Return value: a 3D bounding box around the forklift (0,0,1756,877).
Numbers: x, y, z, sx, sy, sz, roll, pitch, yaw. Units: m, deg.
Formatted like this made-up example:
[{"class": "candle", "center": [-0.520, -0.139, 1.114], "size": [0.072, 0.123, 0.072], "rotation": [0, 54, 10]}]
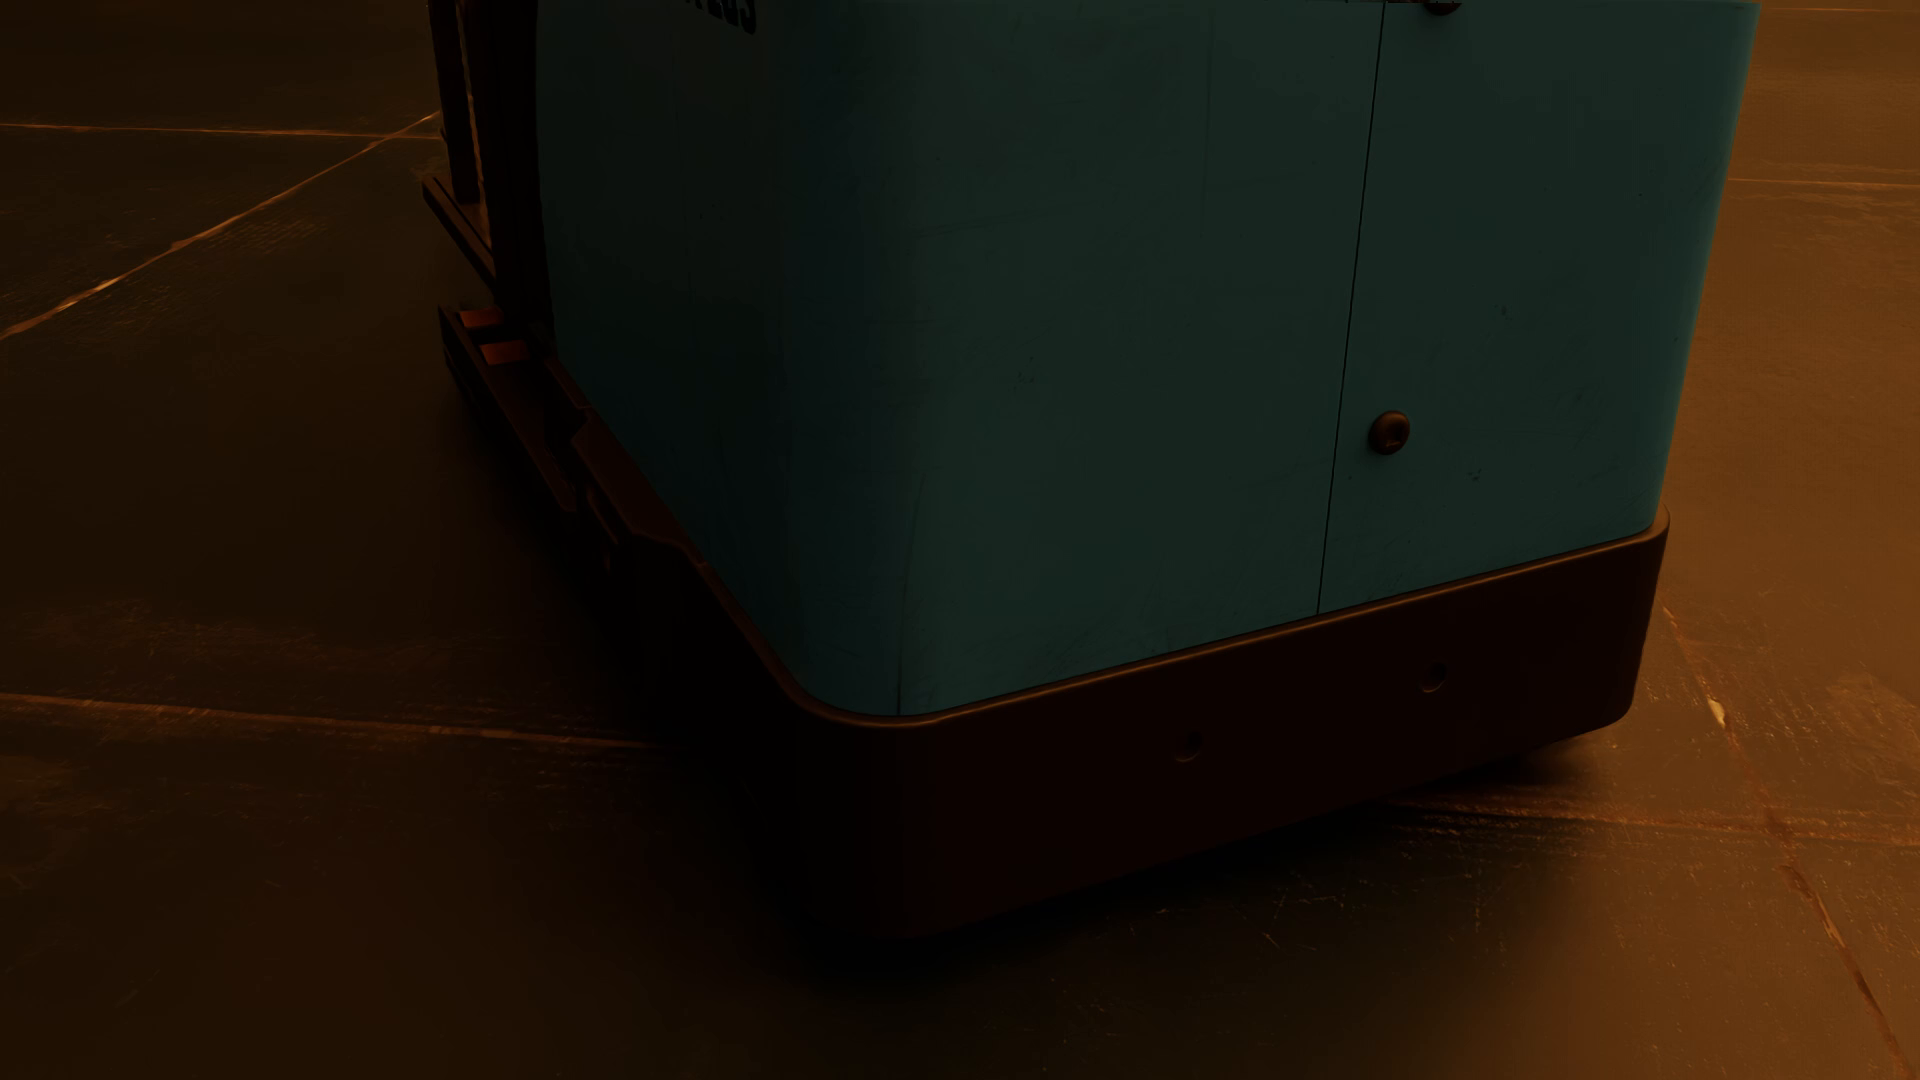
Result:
[{"class": "forklift", "center": [-0.537, -1.426, 2.074], "size": [3.031, 2.935, 1.130], "rotation": [14, 30, 26]}]
